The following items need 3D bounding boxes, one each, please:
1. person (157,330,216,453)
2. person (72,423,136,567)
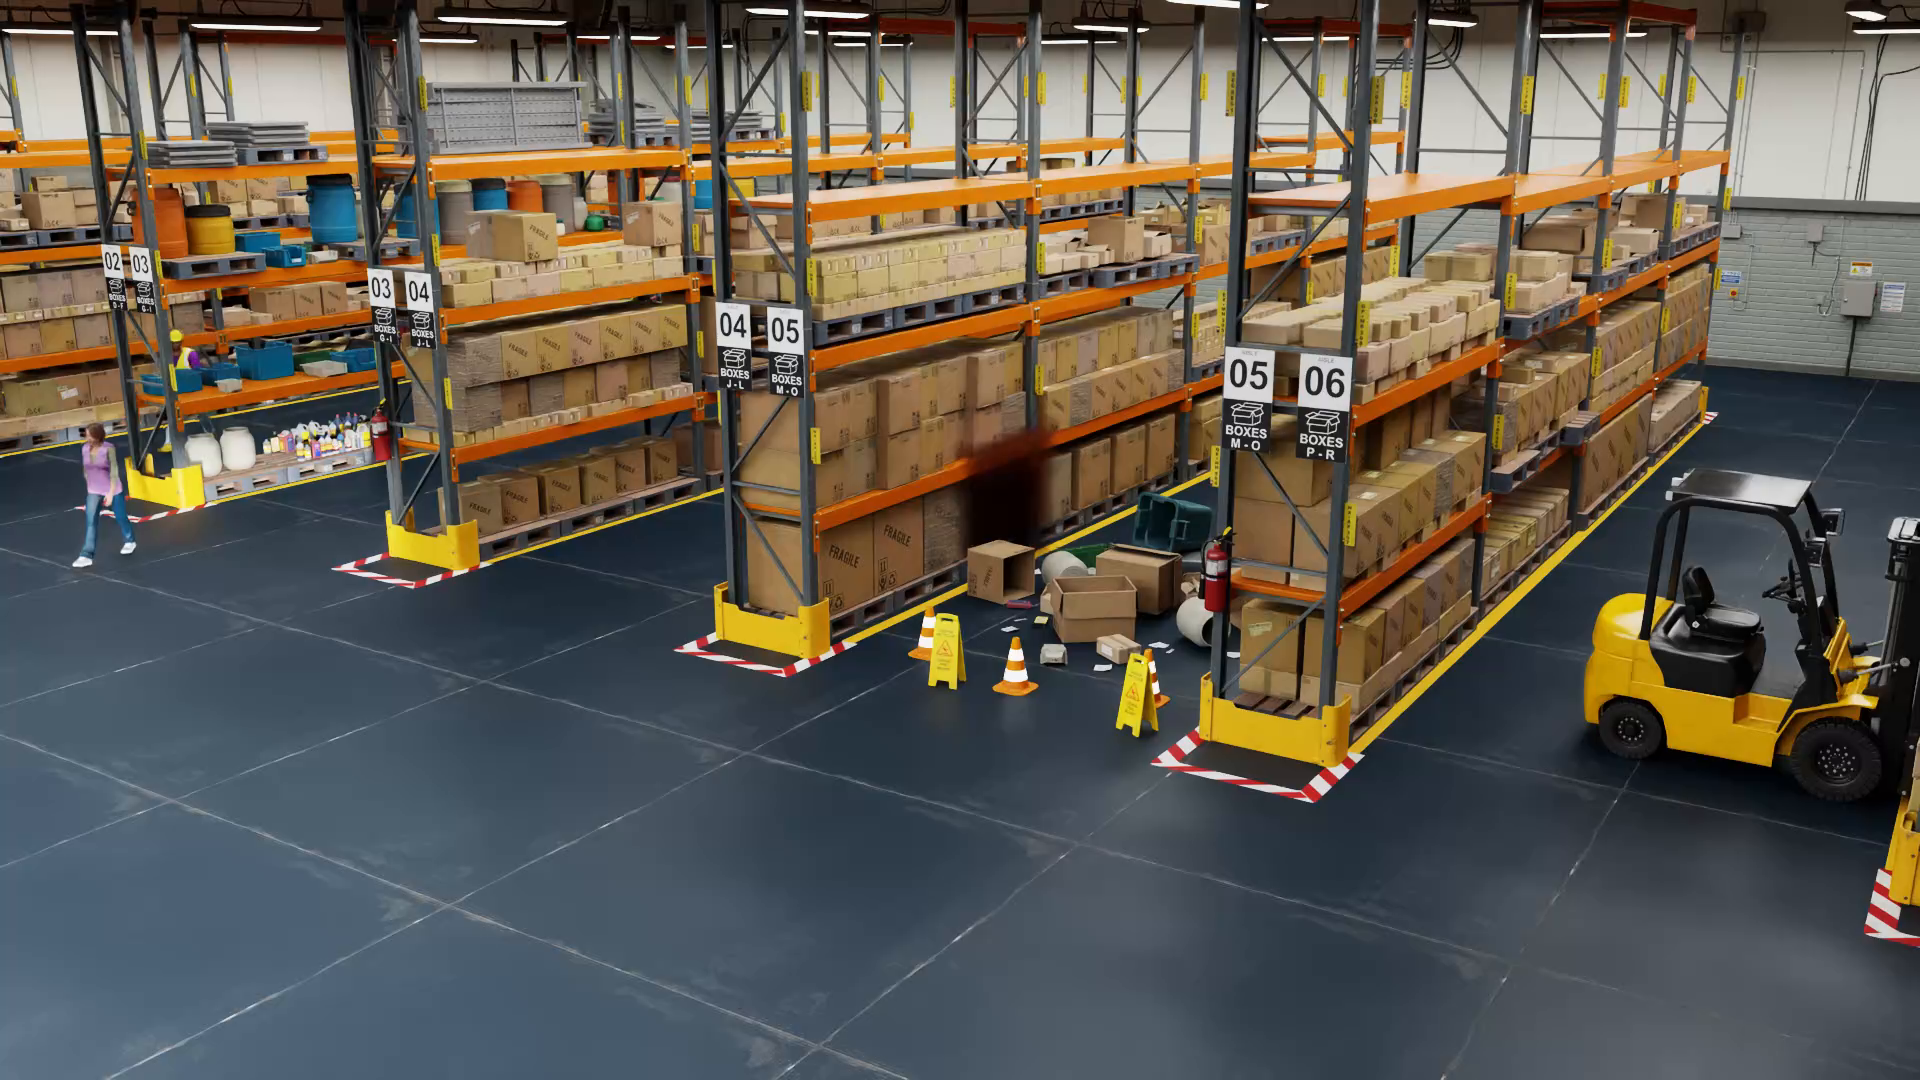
[{"bbox_3d":[-11.087,-2.148,23.680,0.651,1.703,1.121,1,16,5],"label":"person"},{"bbox_3d":[-9.360,-0.517,18.115,0.440,1.539,0.979,-2,16,-6],"label":"person"}]
